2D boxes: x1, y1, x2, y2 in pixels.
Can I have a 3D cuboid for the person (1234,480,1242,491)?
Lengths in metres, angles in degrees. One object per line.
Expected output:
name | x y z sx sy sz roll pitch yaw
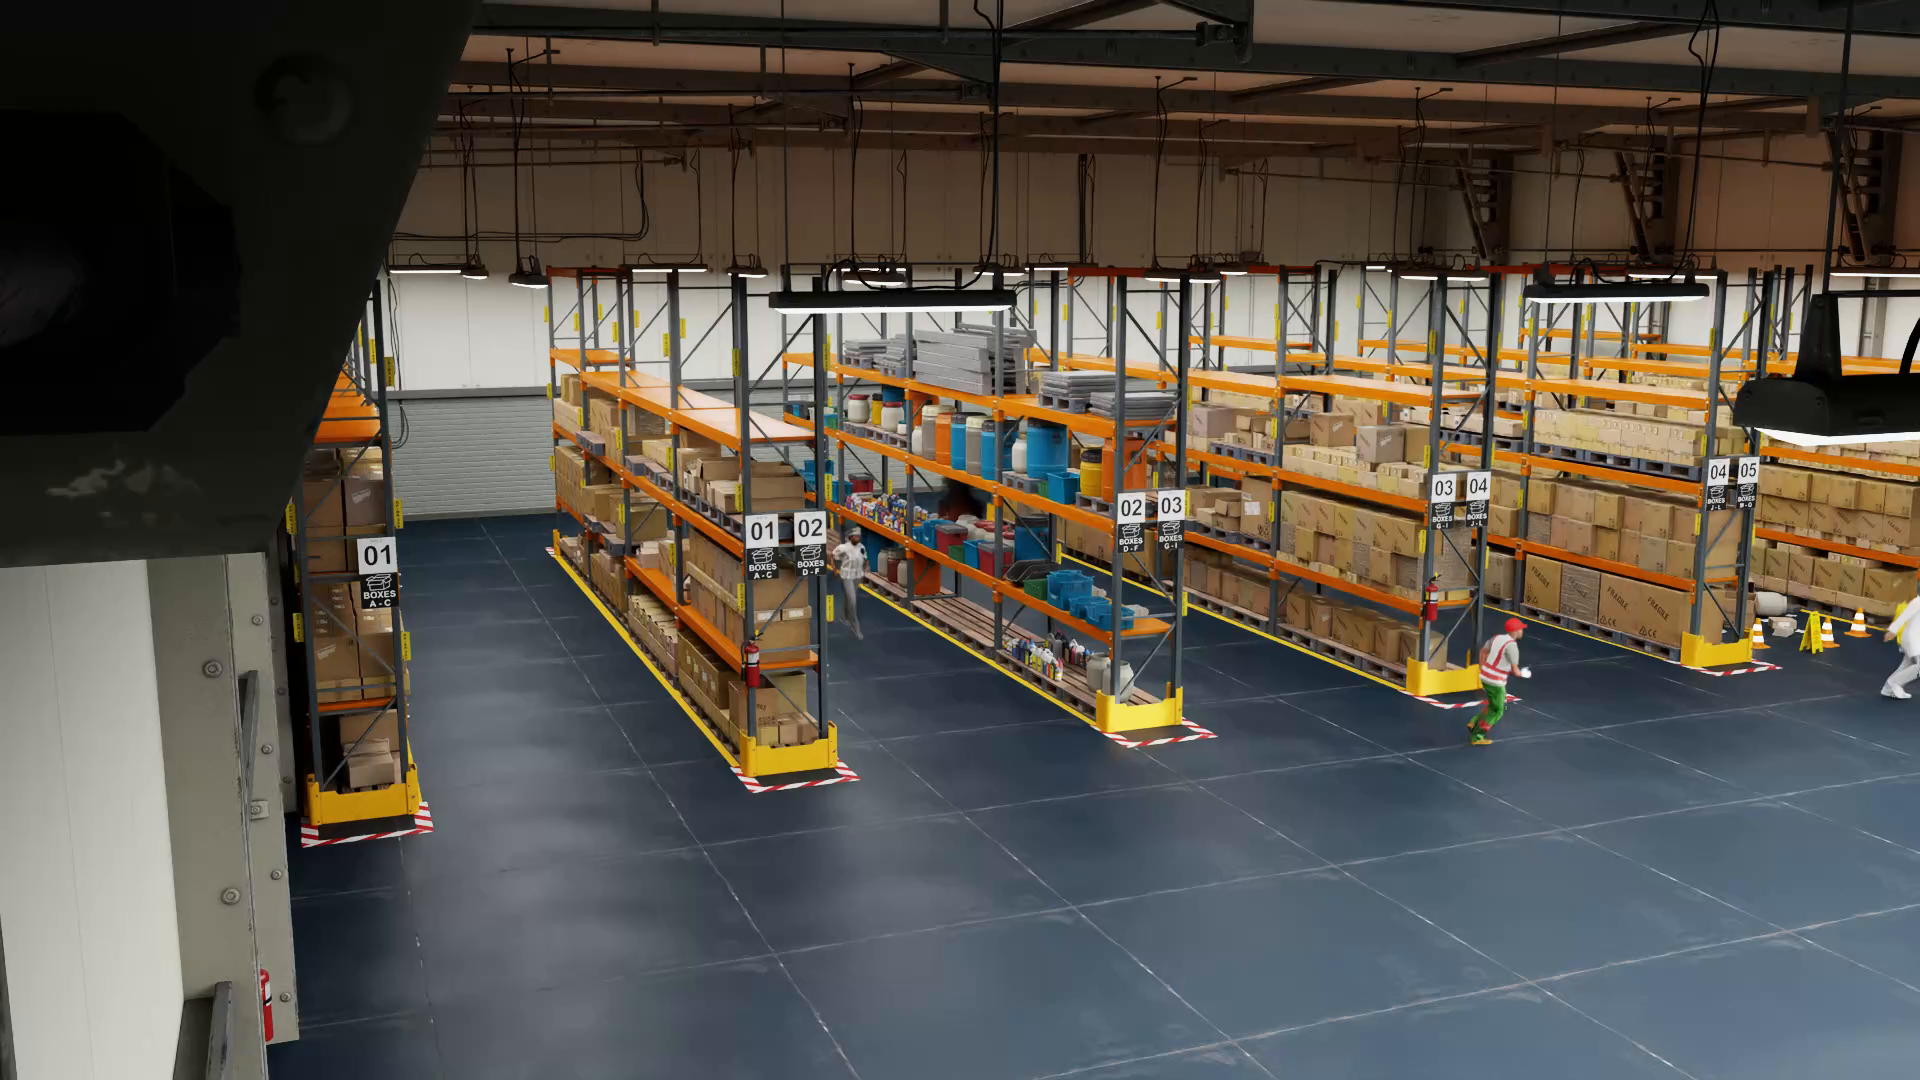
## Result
person | 7.139 -1.636 41.337 0.733 1.653 0.576 3 10 18

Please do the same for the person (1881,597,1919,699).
person | 13.549 1.412 23.550 0.686 1.722 0.732 -10 14 -44

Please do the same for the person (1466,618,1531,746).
person | 6.952 1.818 21.414 0.772 1.676 0.678 -1 10 -4

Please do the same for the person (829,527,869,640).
person | -1.754 0.654 26.428 0.618 1.778 0.822 -8 13 -39
